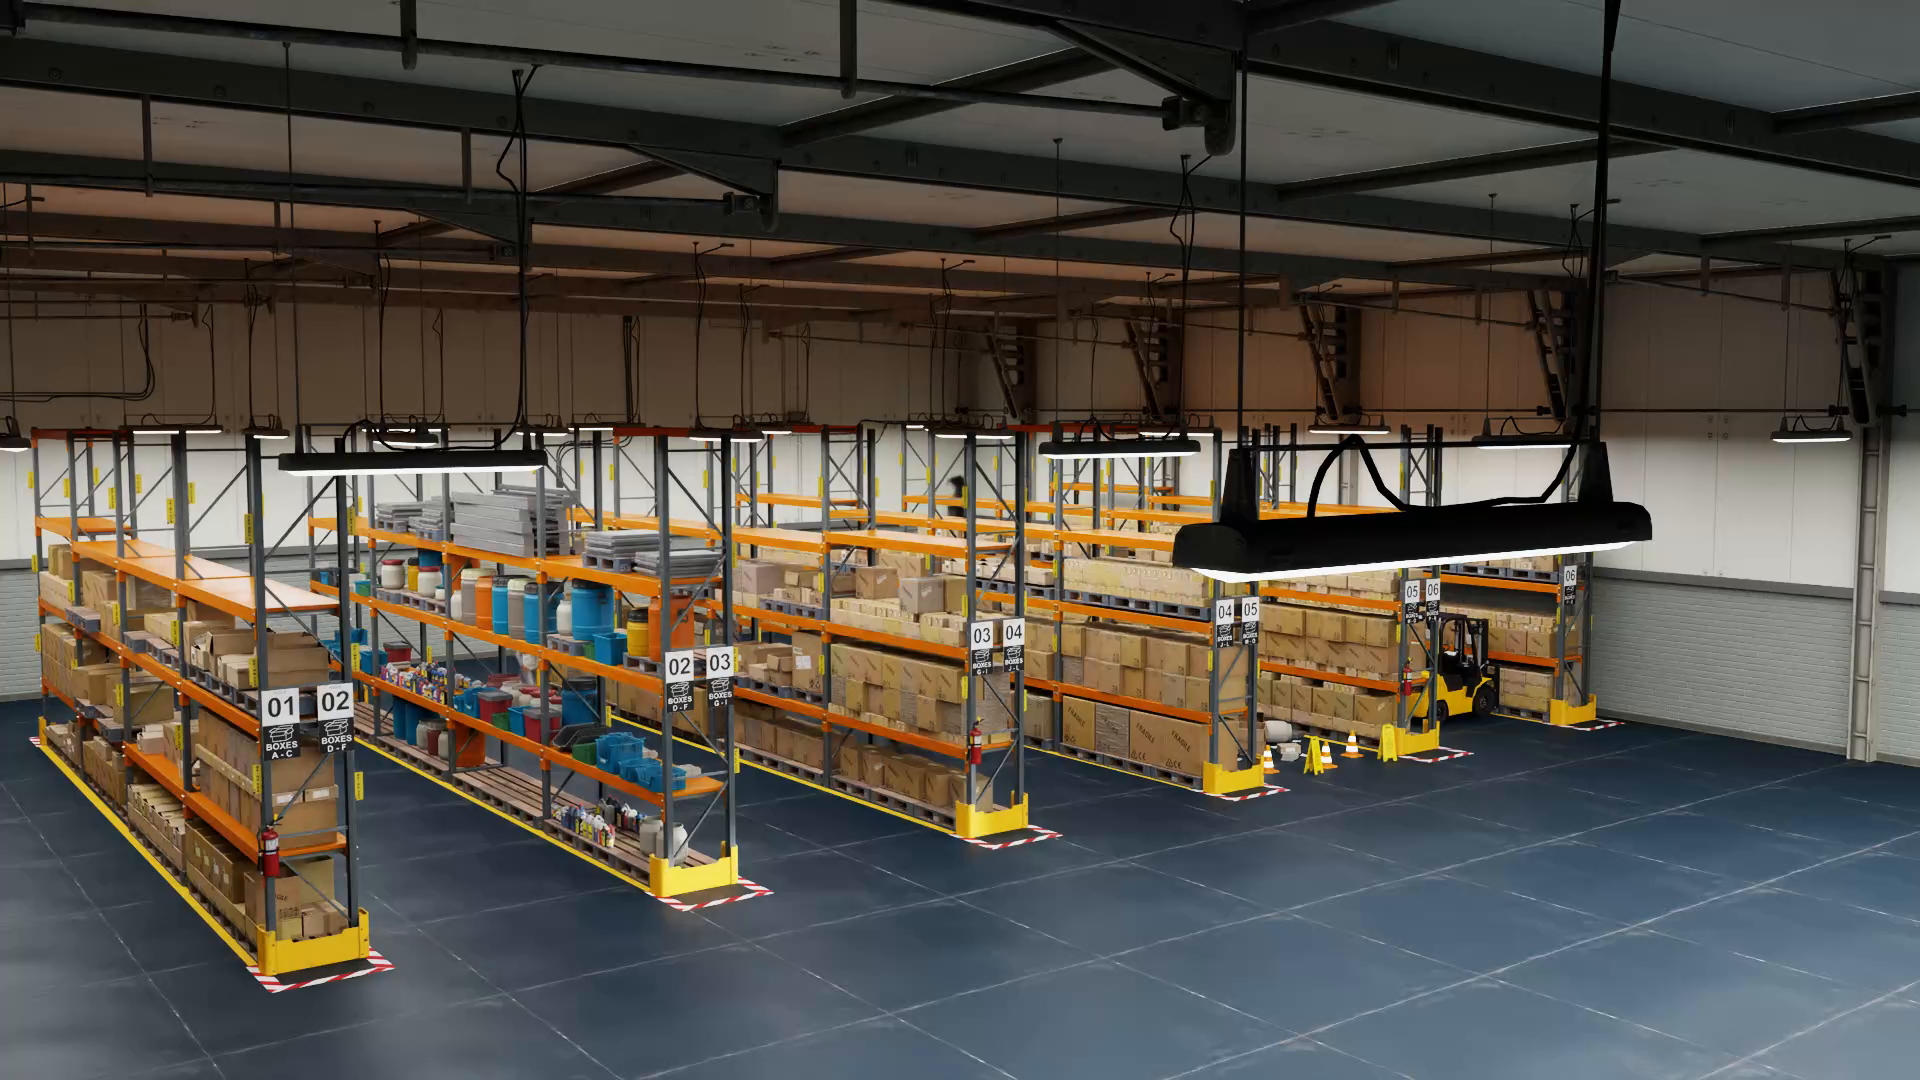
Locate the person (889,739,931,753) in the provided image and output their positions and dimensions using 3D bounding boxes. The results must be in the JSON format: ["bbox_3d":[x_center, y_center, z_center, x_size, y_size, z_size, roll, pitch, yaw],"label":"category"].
[{"bbox_3d":[-0.858,3.071,30.686,1.047,1.744,0.698,3,5,35],"label":"person"}]

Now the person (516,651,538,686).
[{"bbox_3d":[-9.181,2.708,35.525,0.892,1.694,0.692,3,5,32],"label":"person"}]
